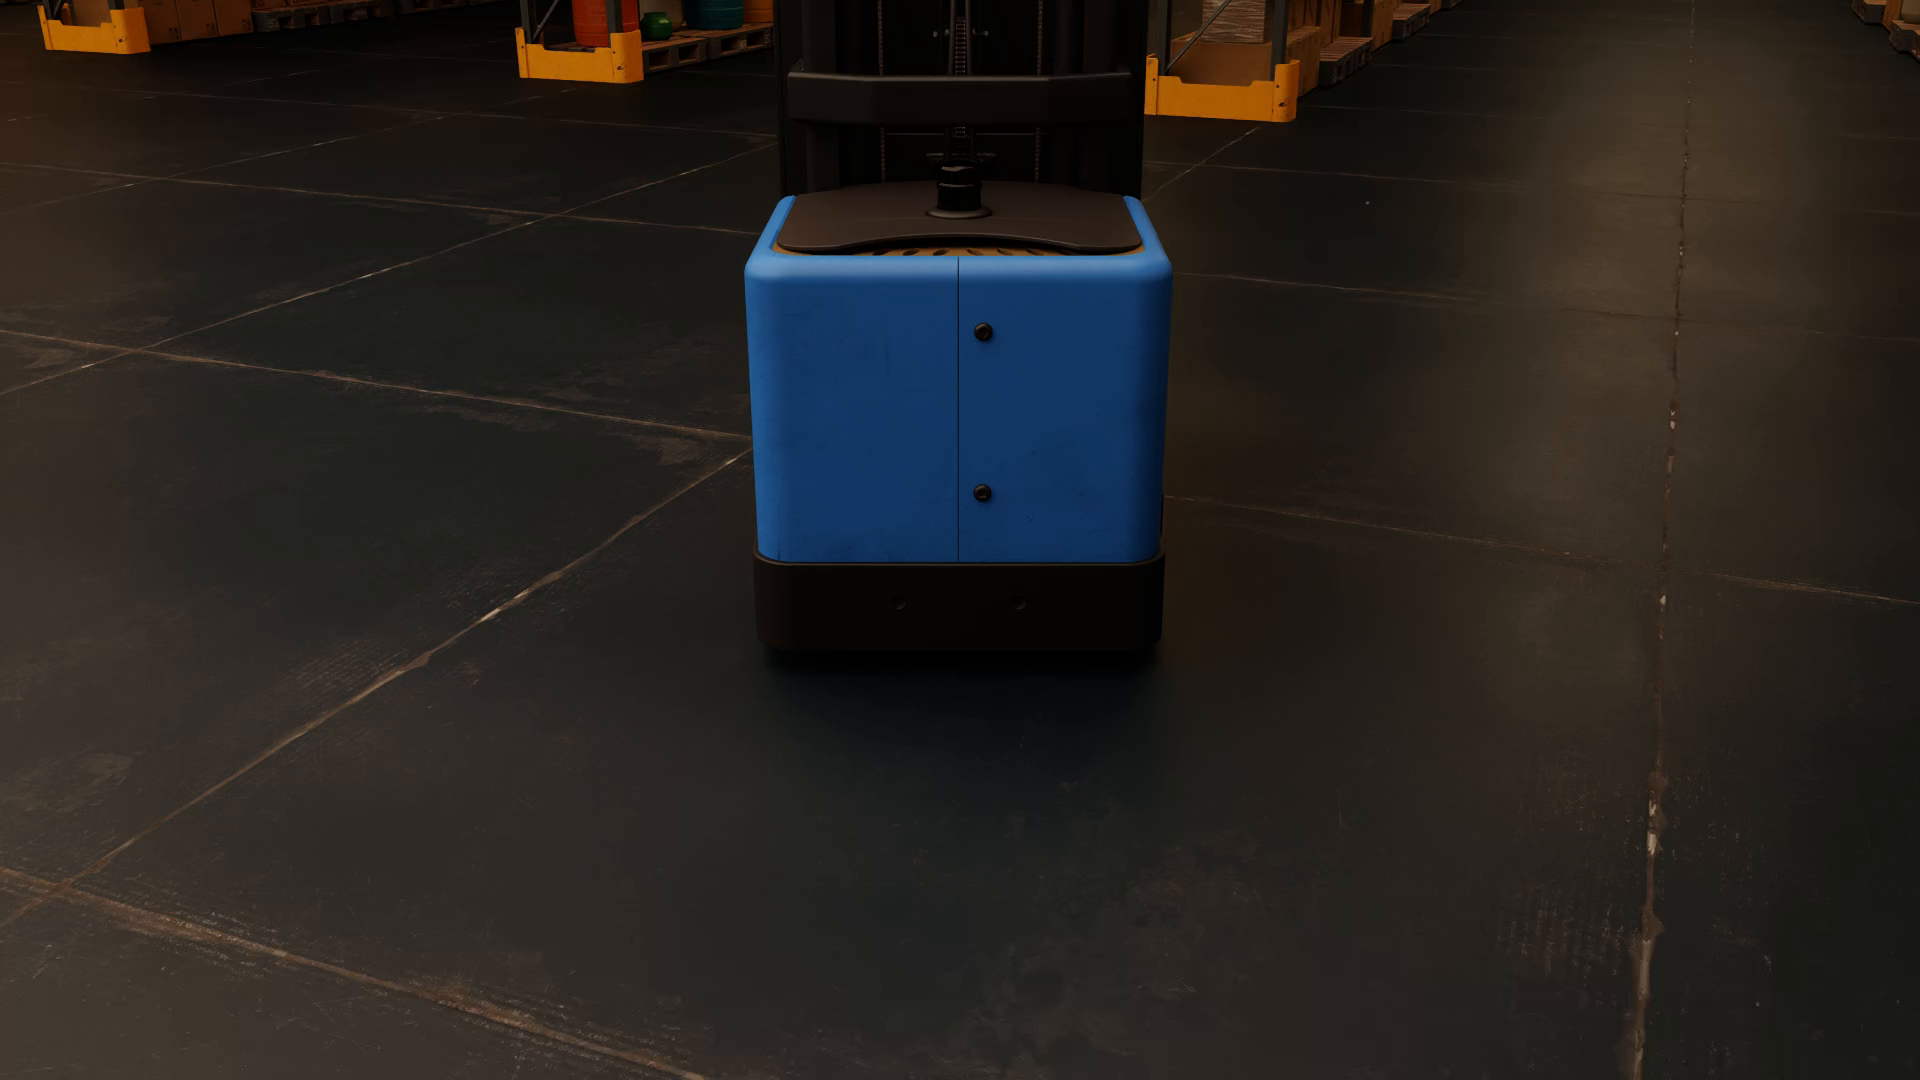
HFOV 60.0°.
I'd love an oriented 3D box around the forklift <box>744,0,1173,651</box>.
[{"bbox_3d":[0.002,-1.587,5.089,1.130,2.935,3.031,0,23,0],"label":"forklift"}]
